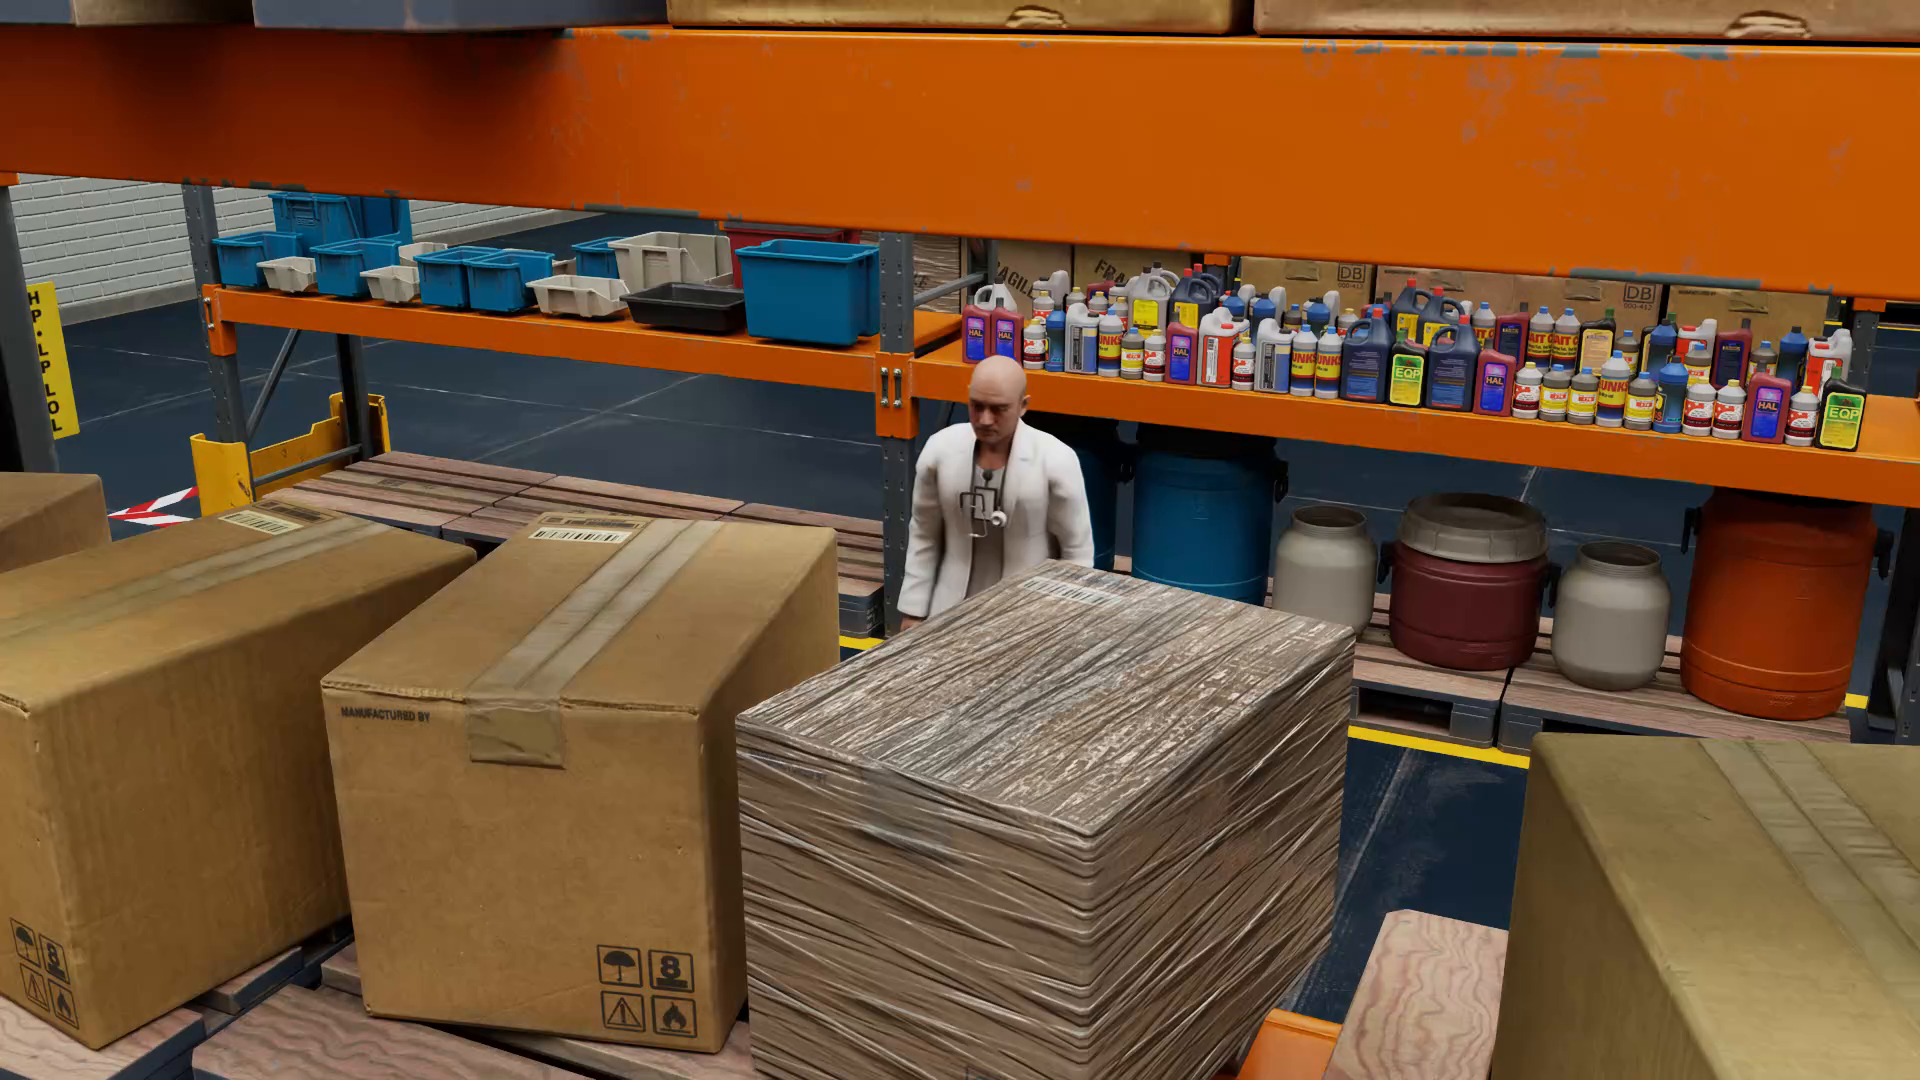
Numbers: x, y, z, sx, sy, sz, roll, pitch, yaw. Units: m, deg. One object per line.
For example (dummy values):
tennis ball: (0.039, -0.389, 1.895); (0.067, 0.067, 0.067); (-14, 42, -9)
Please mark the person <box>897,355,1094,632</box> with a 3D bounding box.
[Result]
person: (0.104, 0.277, 5.273); (0.645, 1.772, 0.429); (7, 20, 20)
